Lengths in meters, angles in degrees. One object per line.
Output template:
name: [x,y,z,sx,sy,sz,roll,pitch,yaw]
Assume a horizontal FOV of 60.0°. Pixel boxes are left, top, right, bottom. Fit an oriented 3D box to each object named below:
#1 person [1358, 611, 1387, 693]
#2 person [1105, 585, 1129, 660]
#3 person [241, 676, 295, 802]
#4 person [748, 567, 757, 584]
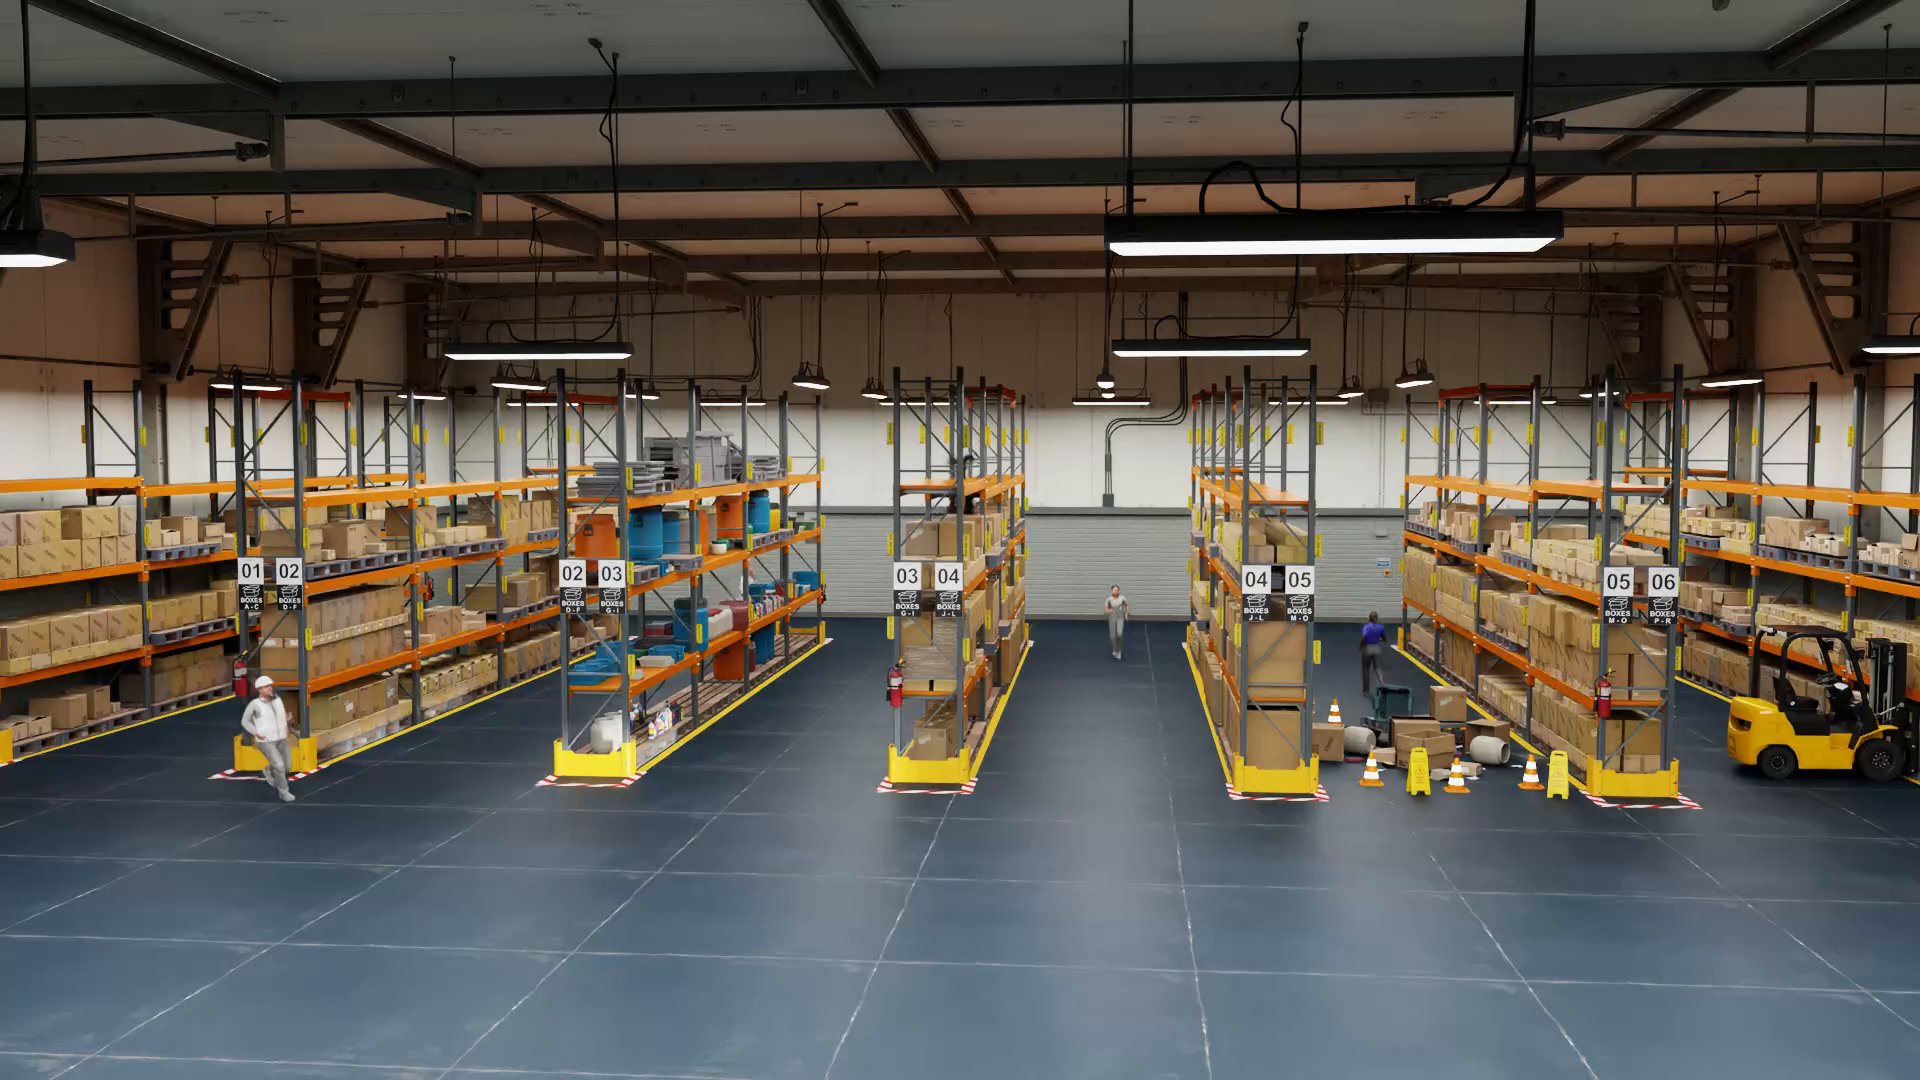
person: [7.967,2.184,32.103,0.574,1.621,0.866,0,4,-3]
person: [3.518,1.848,37.380,0.532,1.691,0.793,0,4,8]
person: [-9.538,2.726,22.893,0.752,1.726,0.658,3,4,35]
person: [-5.436,1.529,42.333,0.635,1.706,0.702,1,4,10]
